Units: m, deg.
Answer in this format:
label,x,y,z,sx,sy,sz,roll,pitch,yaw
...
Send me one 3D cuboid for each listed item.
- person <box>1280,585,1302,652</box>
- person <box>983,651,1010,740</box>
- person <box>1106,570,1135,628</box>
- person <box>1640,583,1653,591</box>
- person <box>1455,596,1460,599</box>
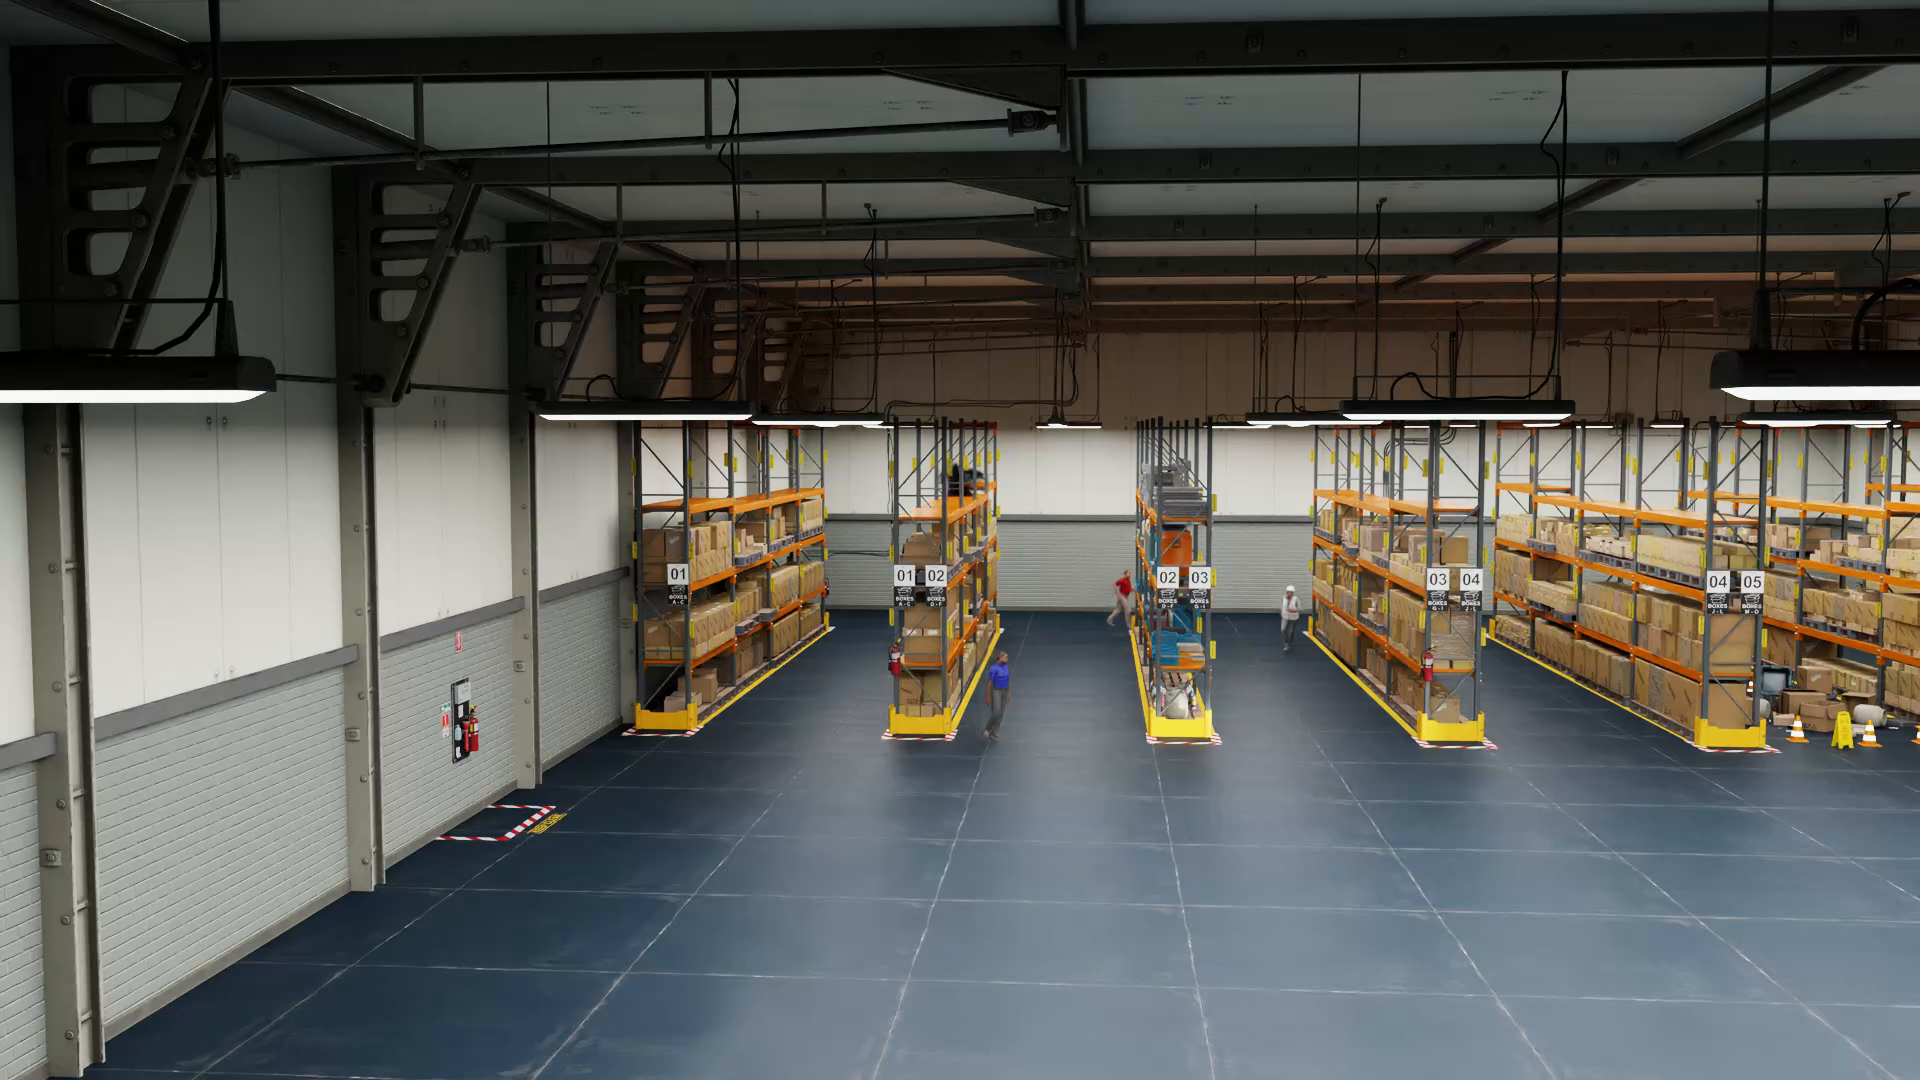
label,x,y,z,sx,sy,sz,roll,pitch,yaw
person,8.645,2.026,43.362,0.620,1.725,0.917,2,4,23
person,0.672,2.874,30.845,0.419,1.647,0.548,3,5,43
person,4.706,1.707,48.354,0.978,1.692,0.670,1,4,20
person,20.099,1.693,48.653,0.872,1.673,0.615,-1,4,-11
person,13.518,1.936,45.228,0.617,1.729,0.791,1,4,14
